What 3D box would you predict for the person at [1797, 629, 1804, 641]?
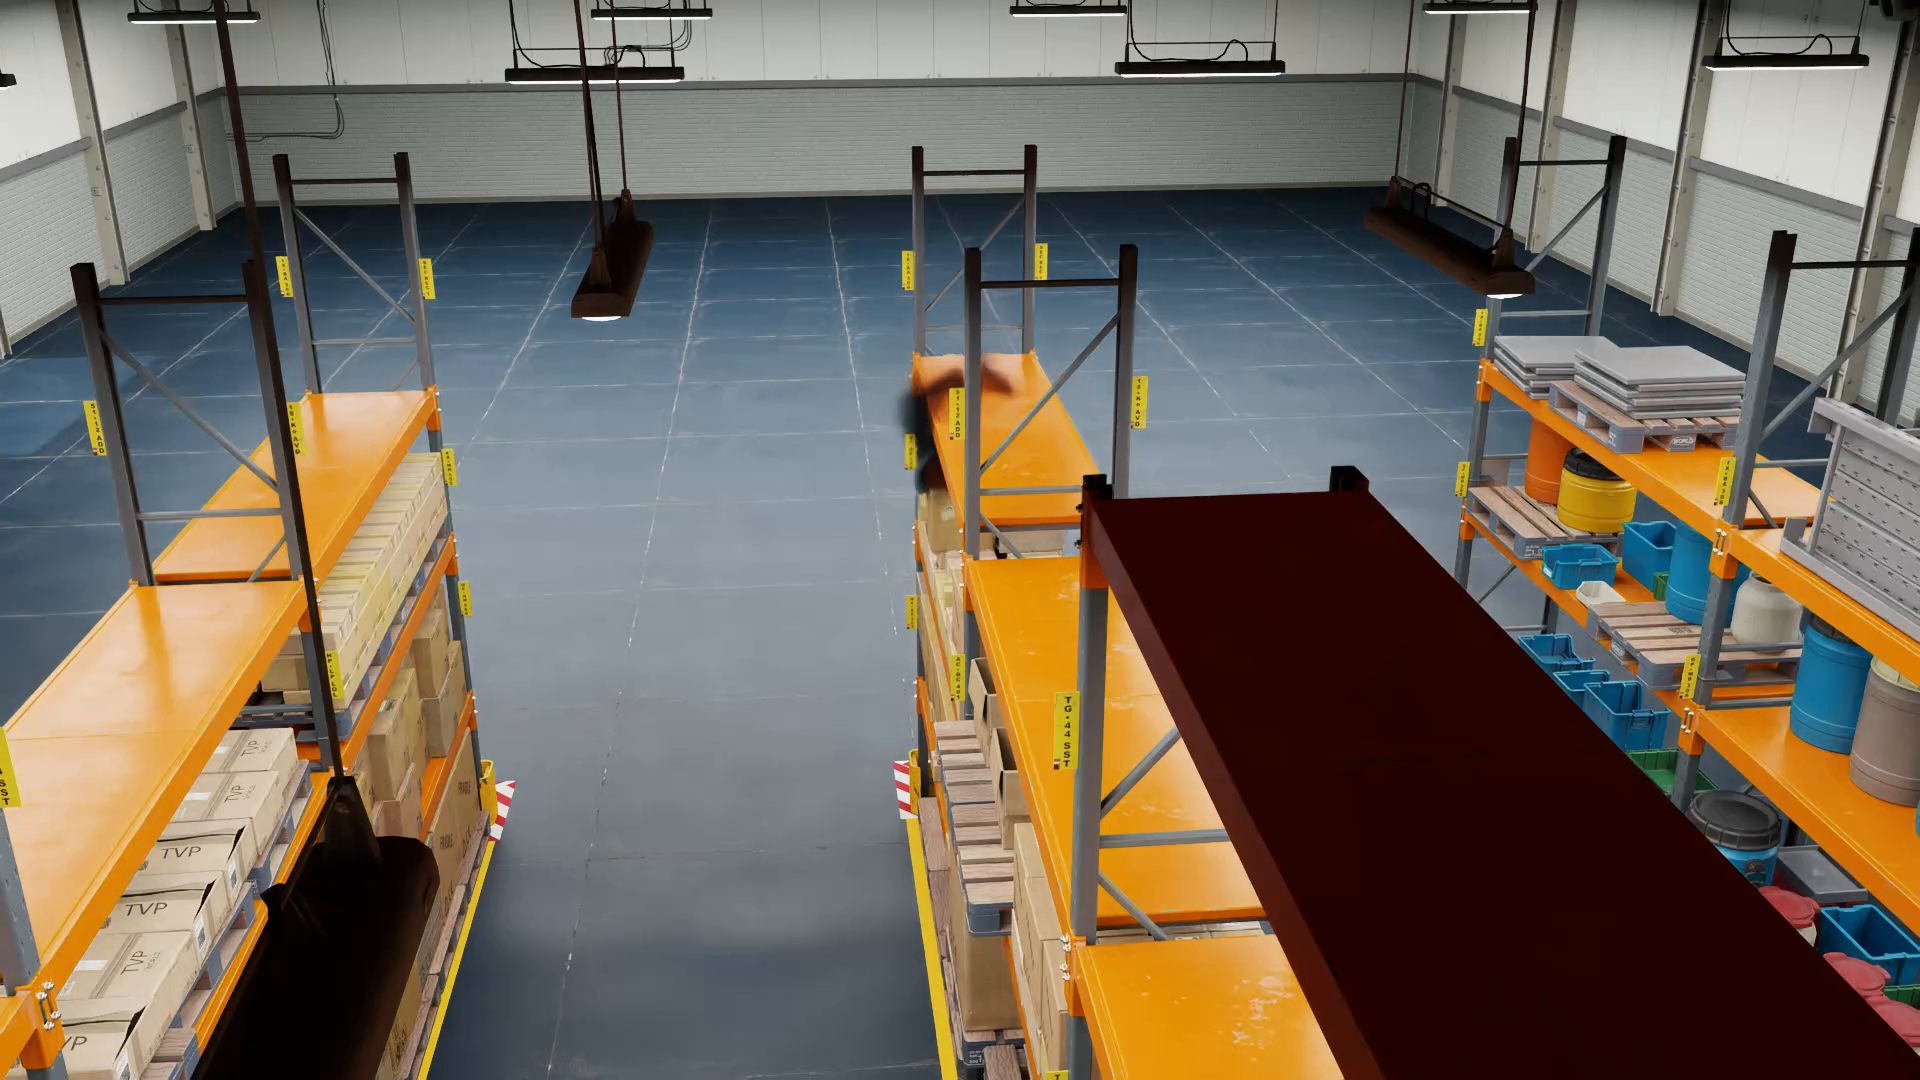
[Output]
[{"bbox_3d":[8.796,0.614,17.812,0.835,1.636,0.574,12,24,27],"label":"person"}]
